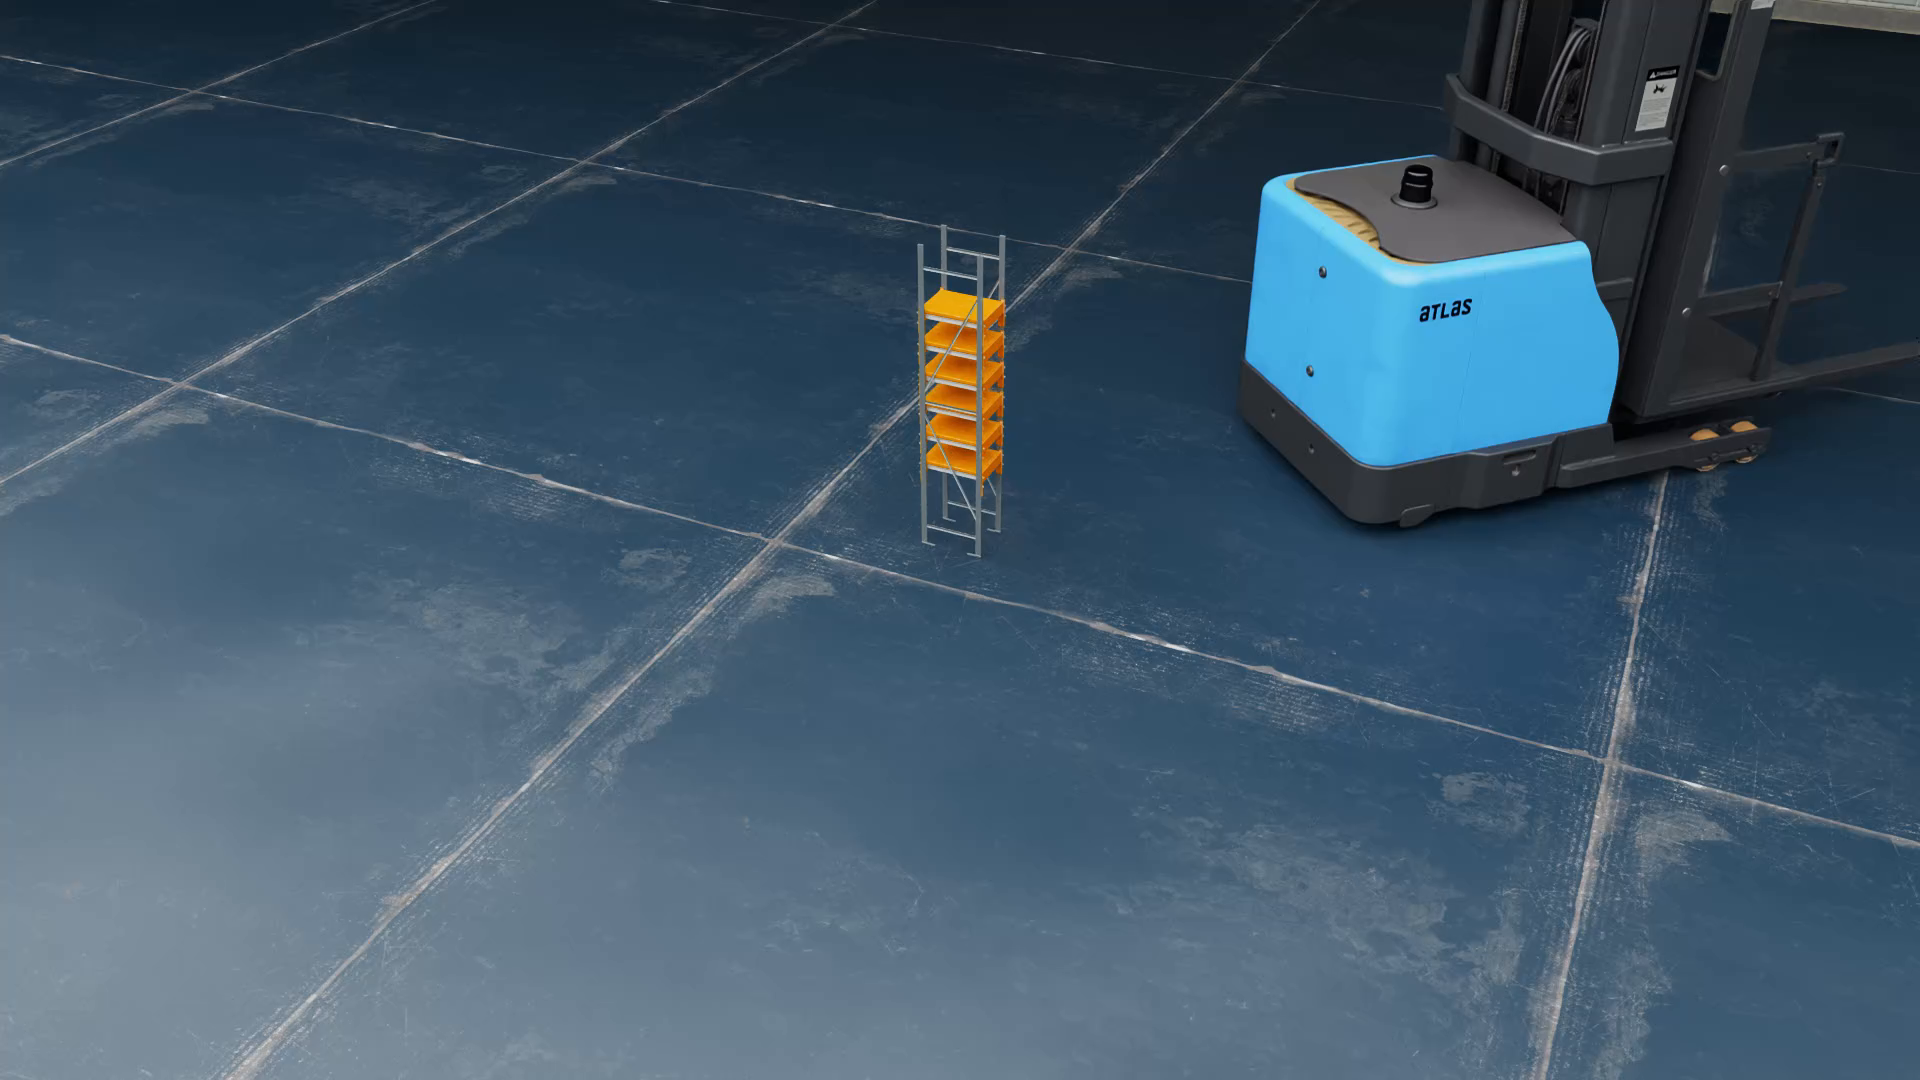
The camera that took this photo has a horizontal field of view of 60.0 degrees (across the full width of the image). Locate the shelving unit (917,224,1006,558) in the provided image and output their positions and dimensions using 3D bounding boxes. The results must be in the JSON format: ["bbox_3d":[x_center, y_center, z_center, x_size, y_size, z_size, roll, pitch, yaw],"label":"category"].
[{"bbox_3d":[0.006,-0.509,5.932,0.258,1.200,0.189,14,36,20],"label":"shelving unit"}]

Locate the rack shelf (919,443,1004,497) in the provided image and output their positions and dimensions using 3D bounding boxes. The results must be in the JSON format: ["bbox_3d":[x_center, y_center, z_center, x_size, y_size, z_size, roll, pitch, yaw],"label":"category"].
[{"bbox_3d":[0.006,-0.271,6.088,0.258,0.103,0.180,14,36,20],"label":"rack shelf"}]

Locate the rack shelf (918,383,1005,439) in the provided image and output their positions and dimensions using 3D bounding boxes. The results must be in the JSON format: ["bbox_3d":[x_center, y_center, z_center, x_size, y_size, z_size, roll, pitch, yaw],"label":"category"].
[{"bbox_3d":[0.006,-0.472,5.956,0.258,0.103,0.180,14,36,20],"label":"rack shelf"}]

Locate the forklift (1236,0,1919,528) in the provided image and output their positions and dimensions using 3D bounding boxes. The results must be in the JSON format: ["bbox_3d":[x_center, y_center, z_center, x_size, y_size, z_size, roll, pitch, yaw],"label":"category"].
[{"bbox_3d":[2.728,-1.761,6.263,3.031,2.935,1.130,-11,35,-17],"label":"forklift"}]

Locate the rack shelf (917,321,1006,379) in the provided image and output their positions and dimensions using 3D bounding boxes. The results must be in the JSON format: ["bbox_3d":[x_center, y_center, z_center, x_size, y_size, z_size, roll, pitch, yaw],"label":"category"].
[{"bbox_3d":[0.006,-0.673,5.825,0.258,0.103,0.180,14,36,20],"label":"rack shelf"}]

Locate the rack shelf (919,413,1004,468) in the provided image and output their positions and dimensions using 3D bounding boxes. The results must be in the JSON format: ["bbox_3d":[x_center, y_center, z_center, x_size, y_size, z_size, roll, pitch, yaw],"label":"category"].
[{"bbox_3d":[0.006,-0.371,6.022,0.258,0.103,0.180,14,36,20],"label":"rack shelf"}]

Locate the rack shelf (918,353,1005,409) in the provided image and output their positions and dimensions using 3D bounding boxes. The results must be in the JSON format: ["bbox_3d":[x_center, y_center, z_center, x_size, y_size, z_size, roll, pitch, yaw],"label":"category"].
[{"bbox_3d":[0.006,-0.572,5.891,0.258,0.103,0.180,14,36,20],"label":"rack shelf"}]

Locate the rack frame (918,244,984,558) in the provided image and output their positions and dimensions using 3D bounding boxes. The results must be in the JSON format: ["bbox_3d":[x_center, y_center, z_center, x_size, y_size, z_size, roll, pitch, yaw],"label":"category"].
[{"bbox_3d":[-0.032,-0.463,5.862,0.240,1.200,0.006,14,36,20],"label":"rack frame"}]

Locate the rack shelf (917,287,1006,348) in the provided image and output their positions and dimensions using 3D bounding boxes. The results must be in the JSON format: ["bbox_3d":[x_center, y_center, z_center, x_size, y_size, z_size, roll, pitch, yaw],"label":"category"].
[{"bbox_3d":[0.006,-0.773,5.759,0.258,0.103,0.180,14,36,20],"label":"rack shelf"}]

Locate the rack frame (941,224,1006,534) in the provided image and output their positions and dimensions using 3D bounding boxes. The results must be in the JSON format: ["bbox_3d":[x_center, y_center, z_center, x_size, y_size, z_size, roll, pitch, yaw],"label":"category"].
[{"bbox_3d":[0.044,-0.555,6.001,0.240,1.200,0.006,14,36,20],"label":"rack frame"}]
